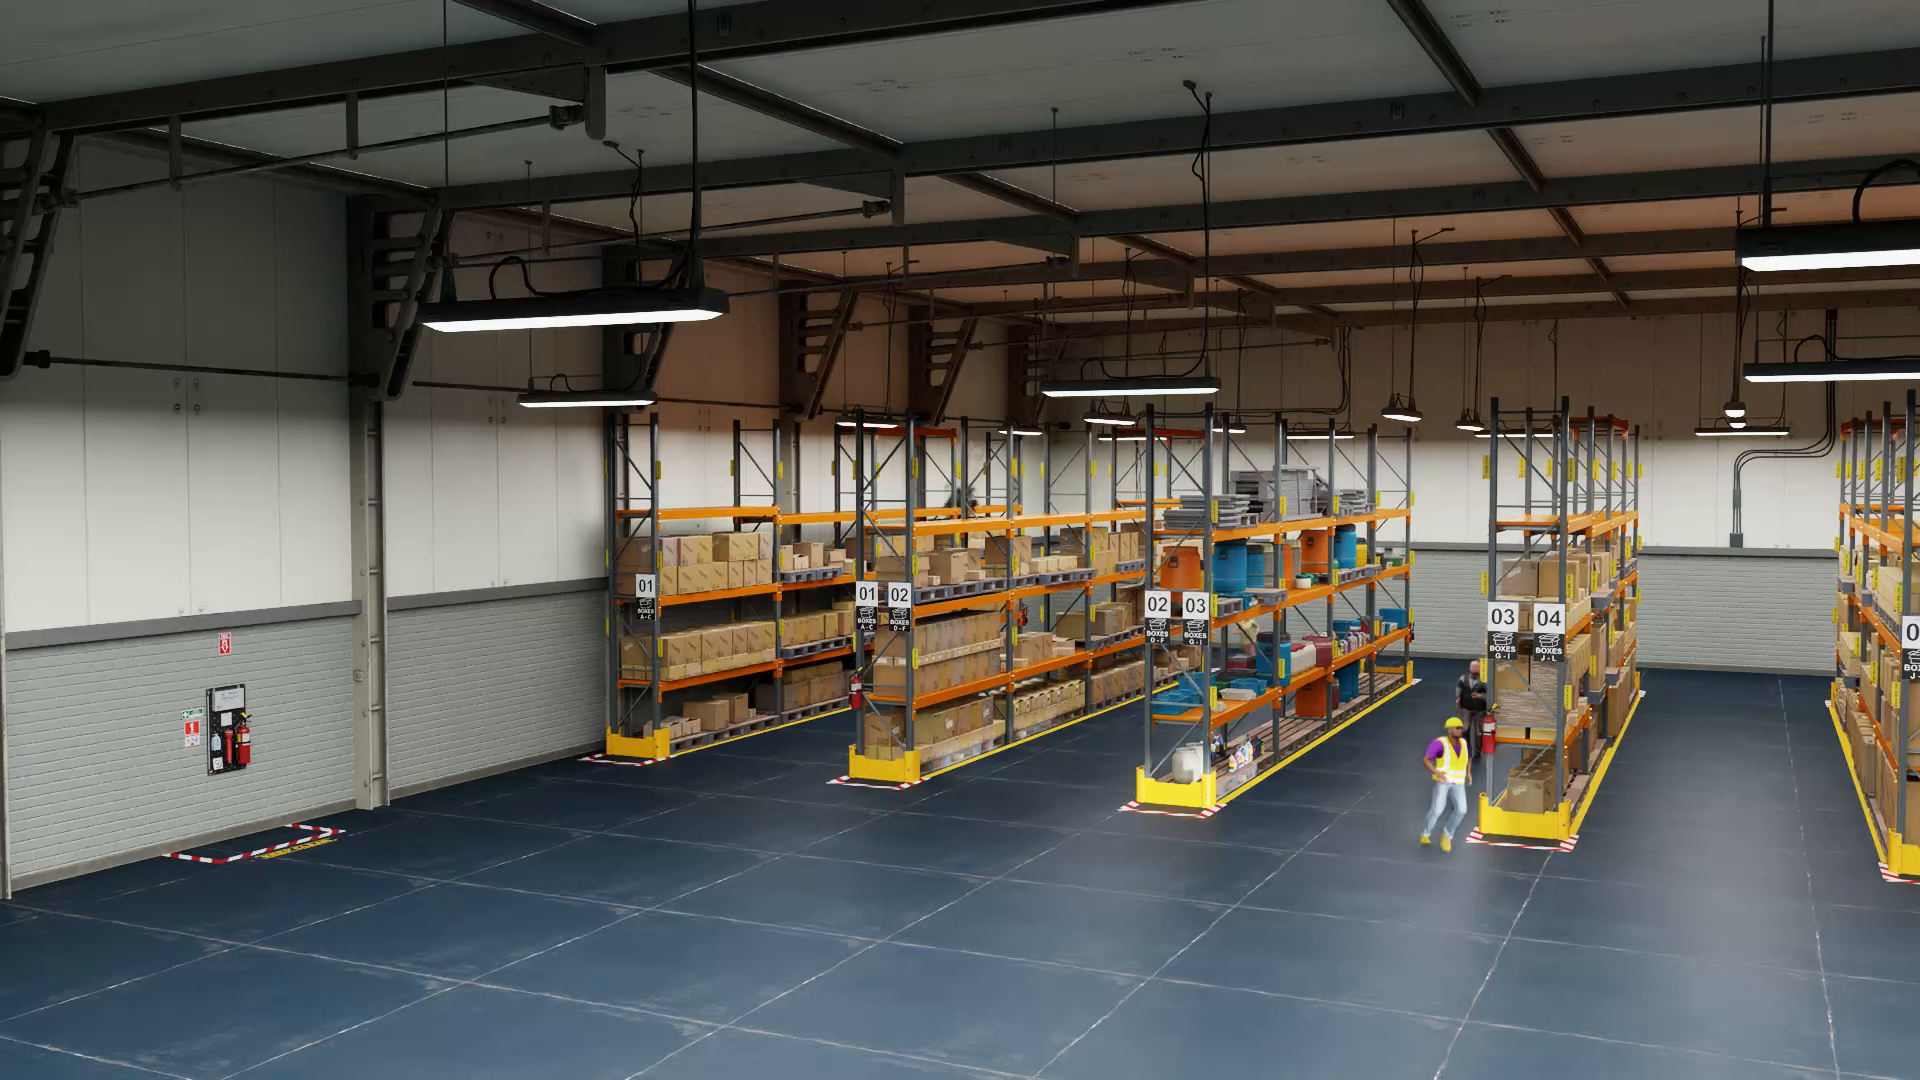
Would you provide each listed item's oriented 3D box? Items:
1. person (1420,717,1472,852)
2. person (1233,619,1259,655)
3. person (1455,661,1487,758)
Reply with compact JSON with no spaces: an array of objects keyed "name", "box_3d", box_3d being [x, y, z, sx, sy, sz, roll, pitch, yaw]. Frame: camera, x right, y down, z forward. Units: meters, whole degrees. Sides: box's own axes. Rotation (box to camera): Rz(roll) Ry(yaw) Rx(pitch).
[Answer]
[{"name":"person","box_3d":[6.477,3.219,21.964,0.765,1.758,0.656,0,2,-10]},{"name":"person","box_3d":[6.848,2.479,39.814,0.588,1.630,0.957,1,3,17]},{"name":"person","box_3d":[8.792,2.951,28.494,0.628,1.762,0.732,1,3,21]}]
